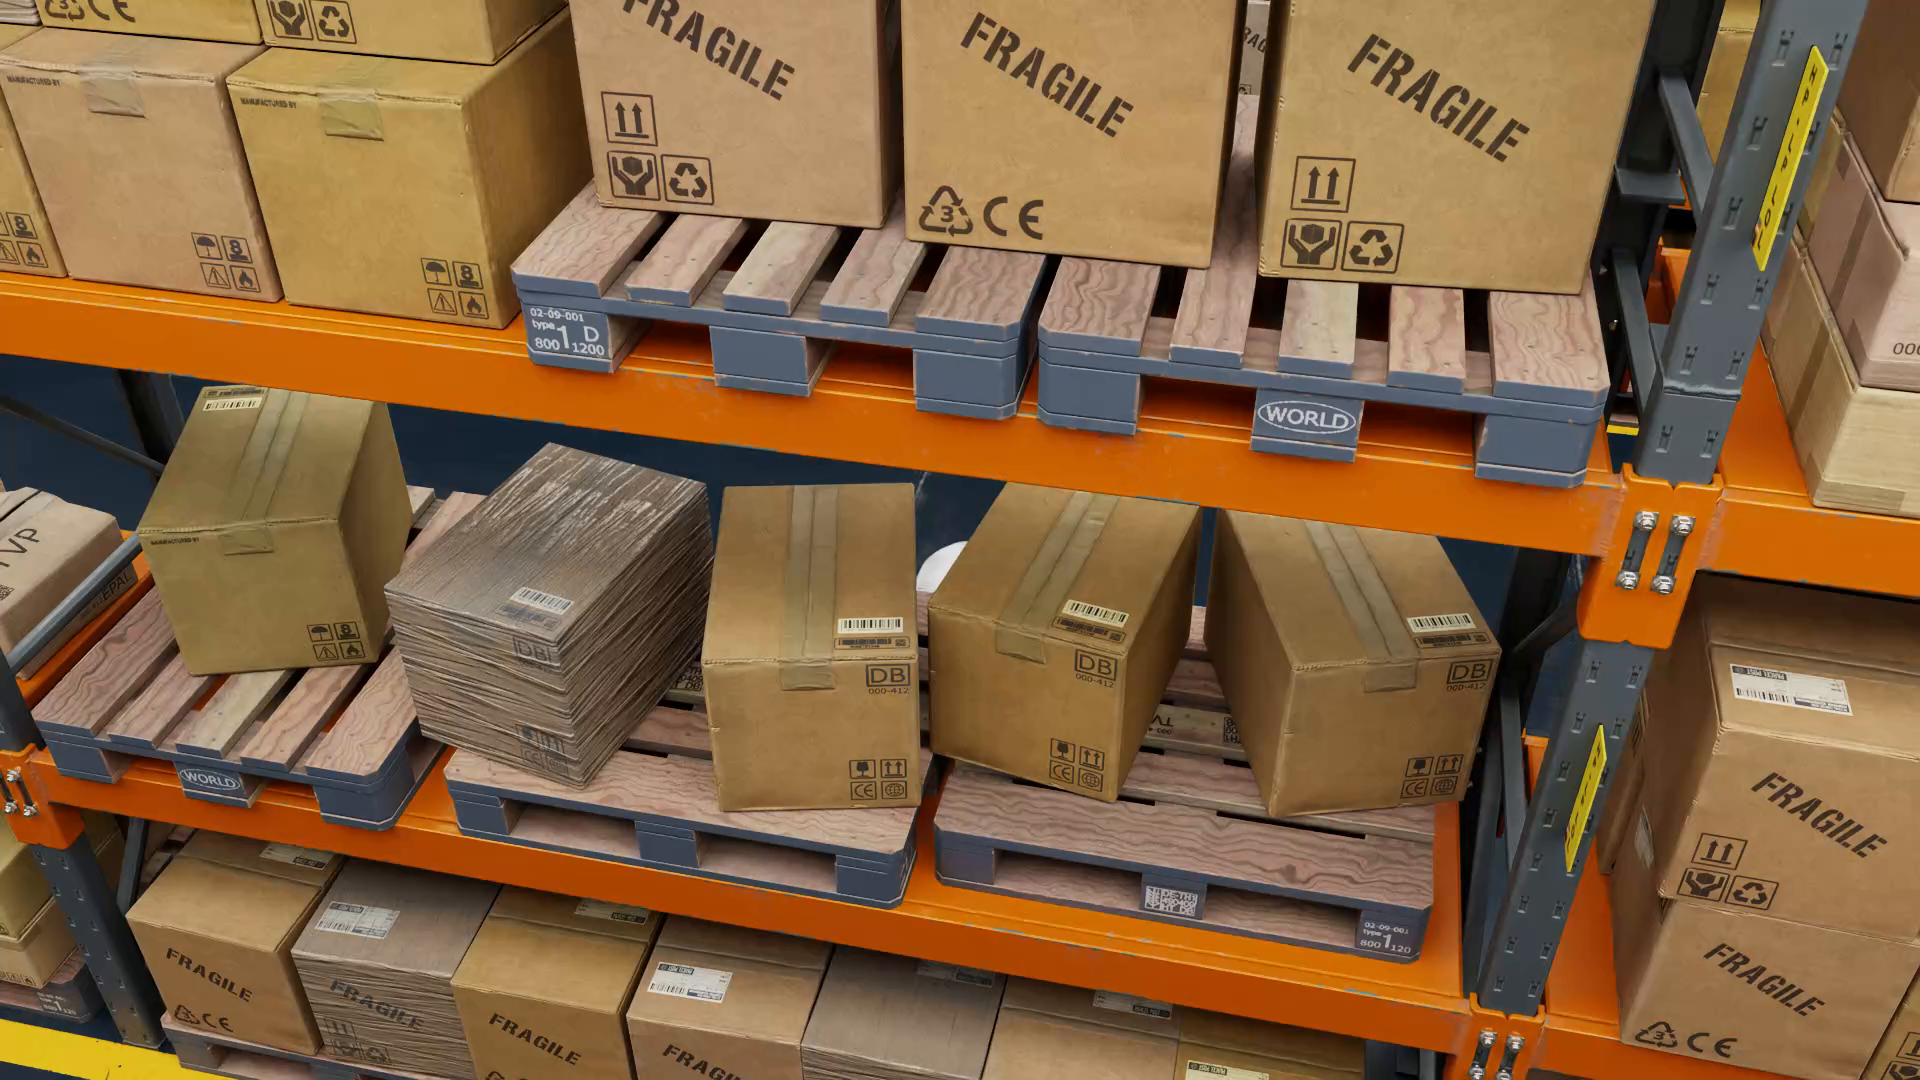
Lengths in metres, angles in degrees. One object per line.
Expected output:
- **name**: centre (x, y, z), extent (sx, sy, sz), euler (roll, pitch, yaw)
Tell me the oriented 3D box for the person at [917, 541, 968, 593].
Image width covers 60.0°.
- **person**: centre (0.297, 0.451, 6.196), extent (0.915, 0.886, 0.519), euler (7, 37, 9)
